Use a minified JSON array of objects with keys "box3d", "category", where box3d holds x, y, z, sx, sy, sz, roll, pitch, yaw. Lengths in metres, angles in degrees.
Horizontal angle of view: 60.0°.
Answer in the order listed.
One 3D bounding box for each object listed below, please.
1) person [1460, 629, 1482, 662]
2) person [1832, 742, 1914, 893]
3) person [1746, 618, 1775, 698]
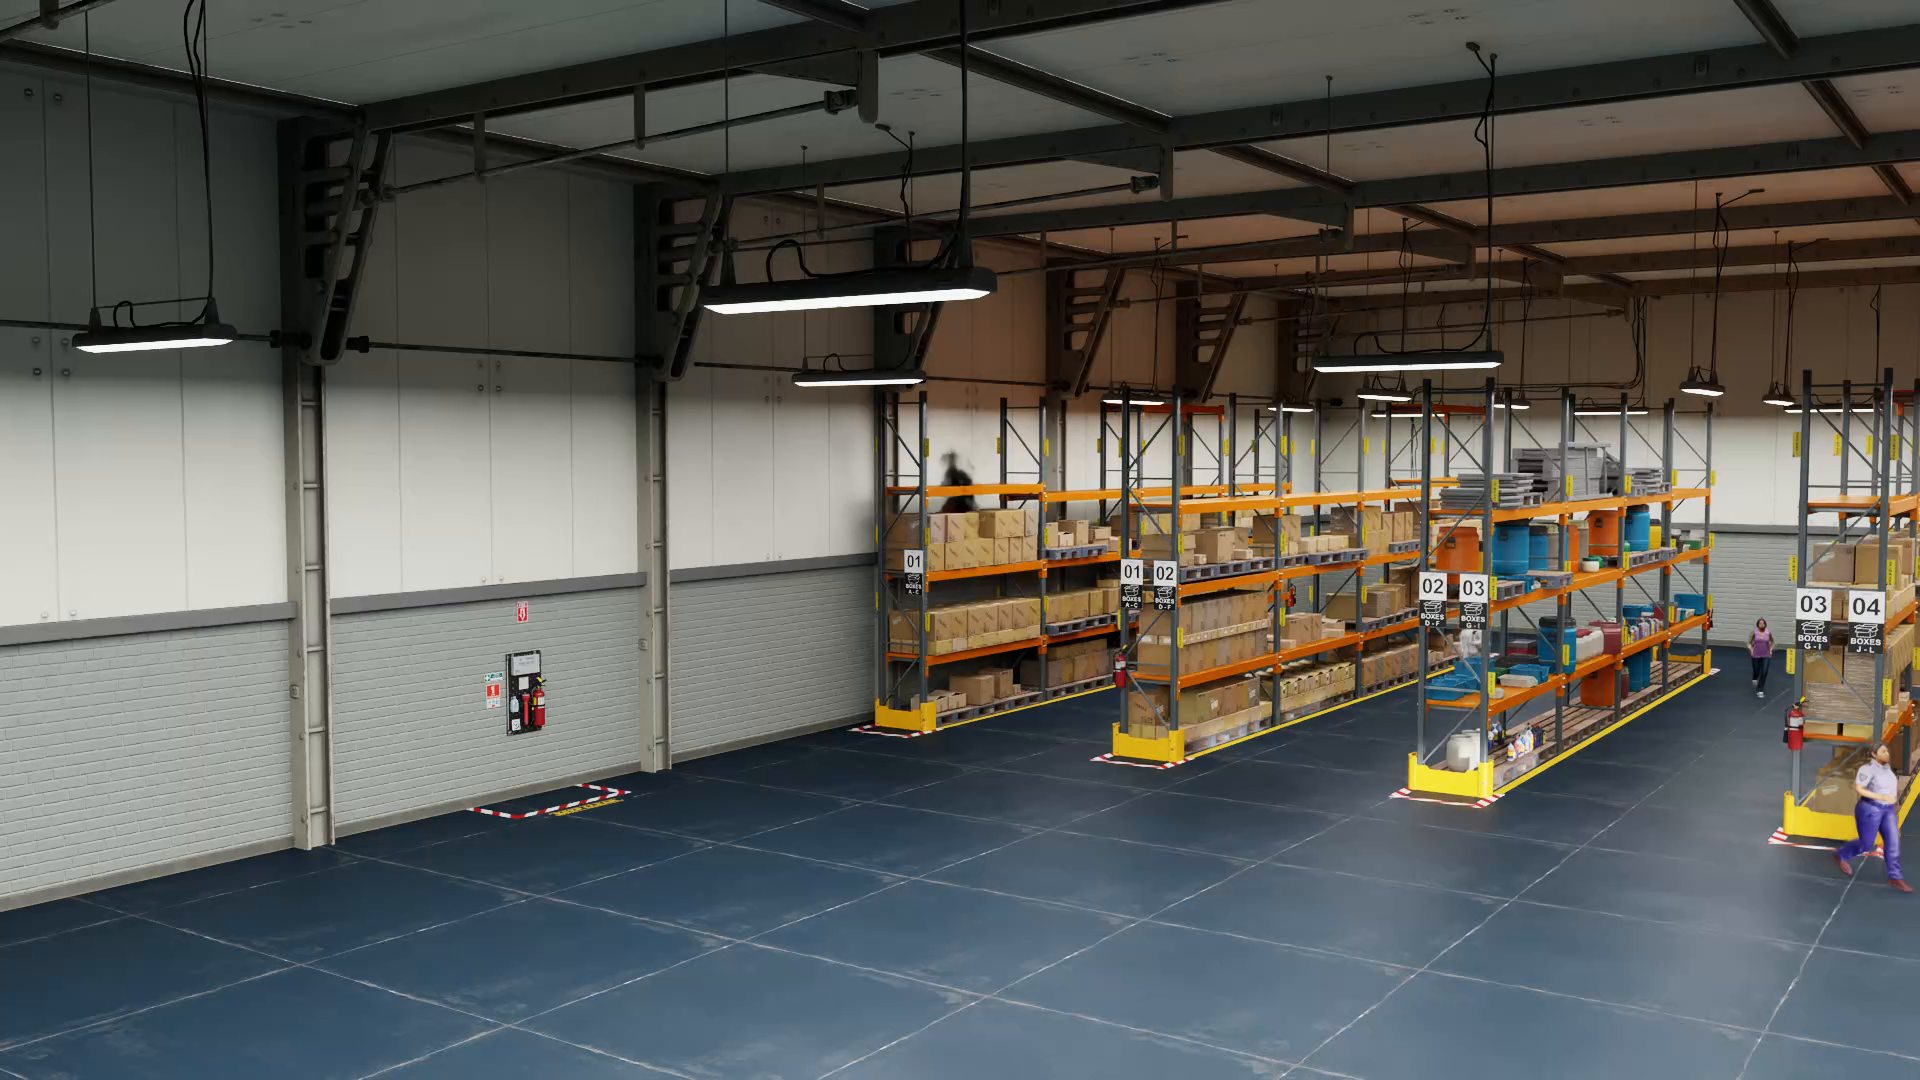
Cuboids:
[{"box3d":[10.328,2.316,33.507,0.582,1.740,0.969,2,4,31],"category":"person"},{"box3d":[10.443,3.123,18.993,0.605,1.641,0.941,-1,3,-23],"category":"person"},{"box3d":[16.169,2.366,33.585,0.542,1.574,0.694,1,3,19],"category":"person"}]
